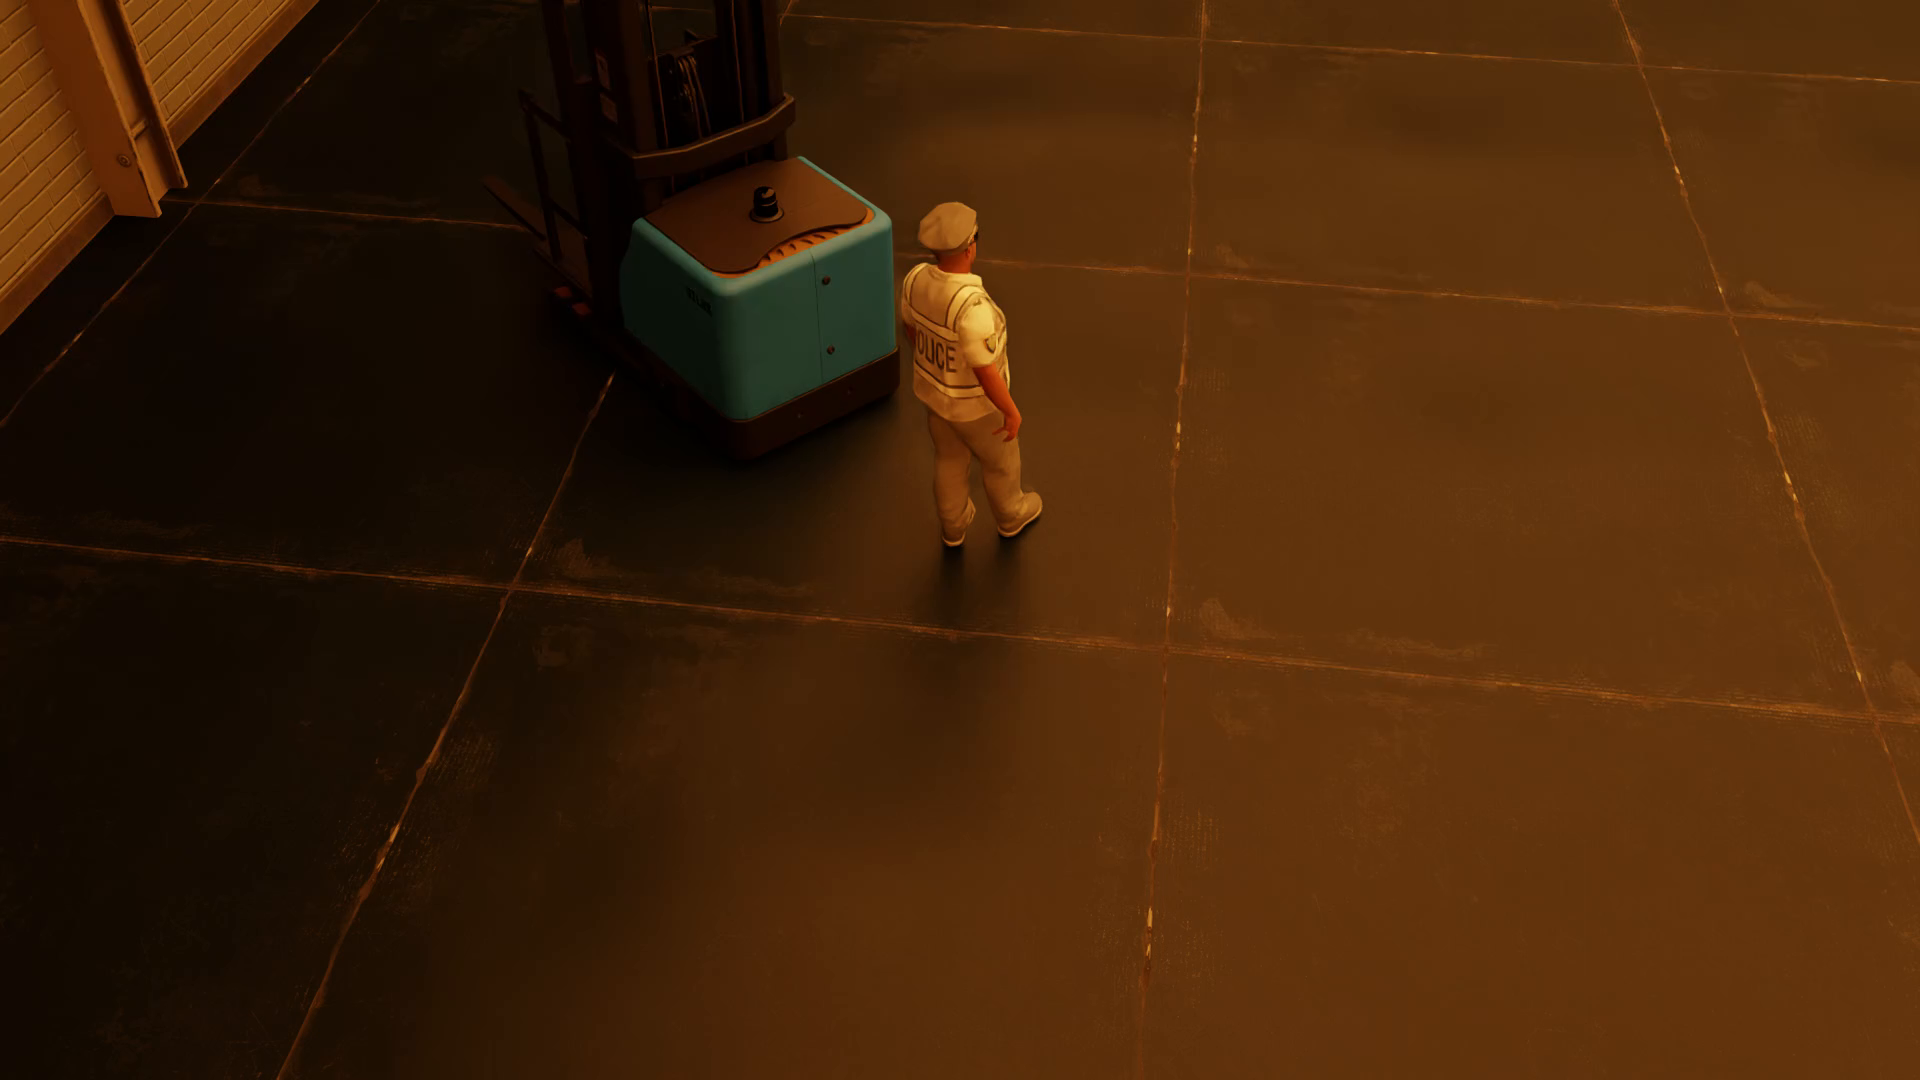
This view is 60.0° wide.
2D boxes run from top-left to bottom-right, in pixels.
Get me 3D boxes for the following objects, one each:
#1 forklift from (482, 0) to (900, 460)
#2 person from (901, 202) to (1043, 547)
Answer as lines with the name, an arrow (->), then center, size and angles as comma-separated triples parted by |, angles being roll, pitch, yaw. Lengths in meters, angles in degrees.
forklift -> -1.632, -2.410, 8.348 | 1.130, 2.935, 3.031 | -29, 50, -28
person -> 0.107, -0.723, 7.362 | 0.644, 1.773, 0.648 | -30, 50, -29
